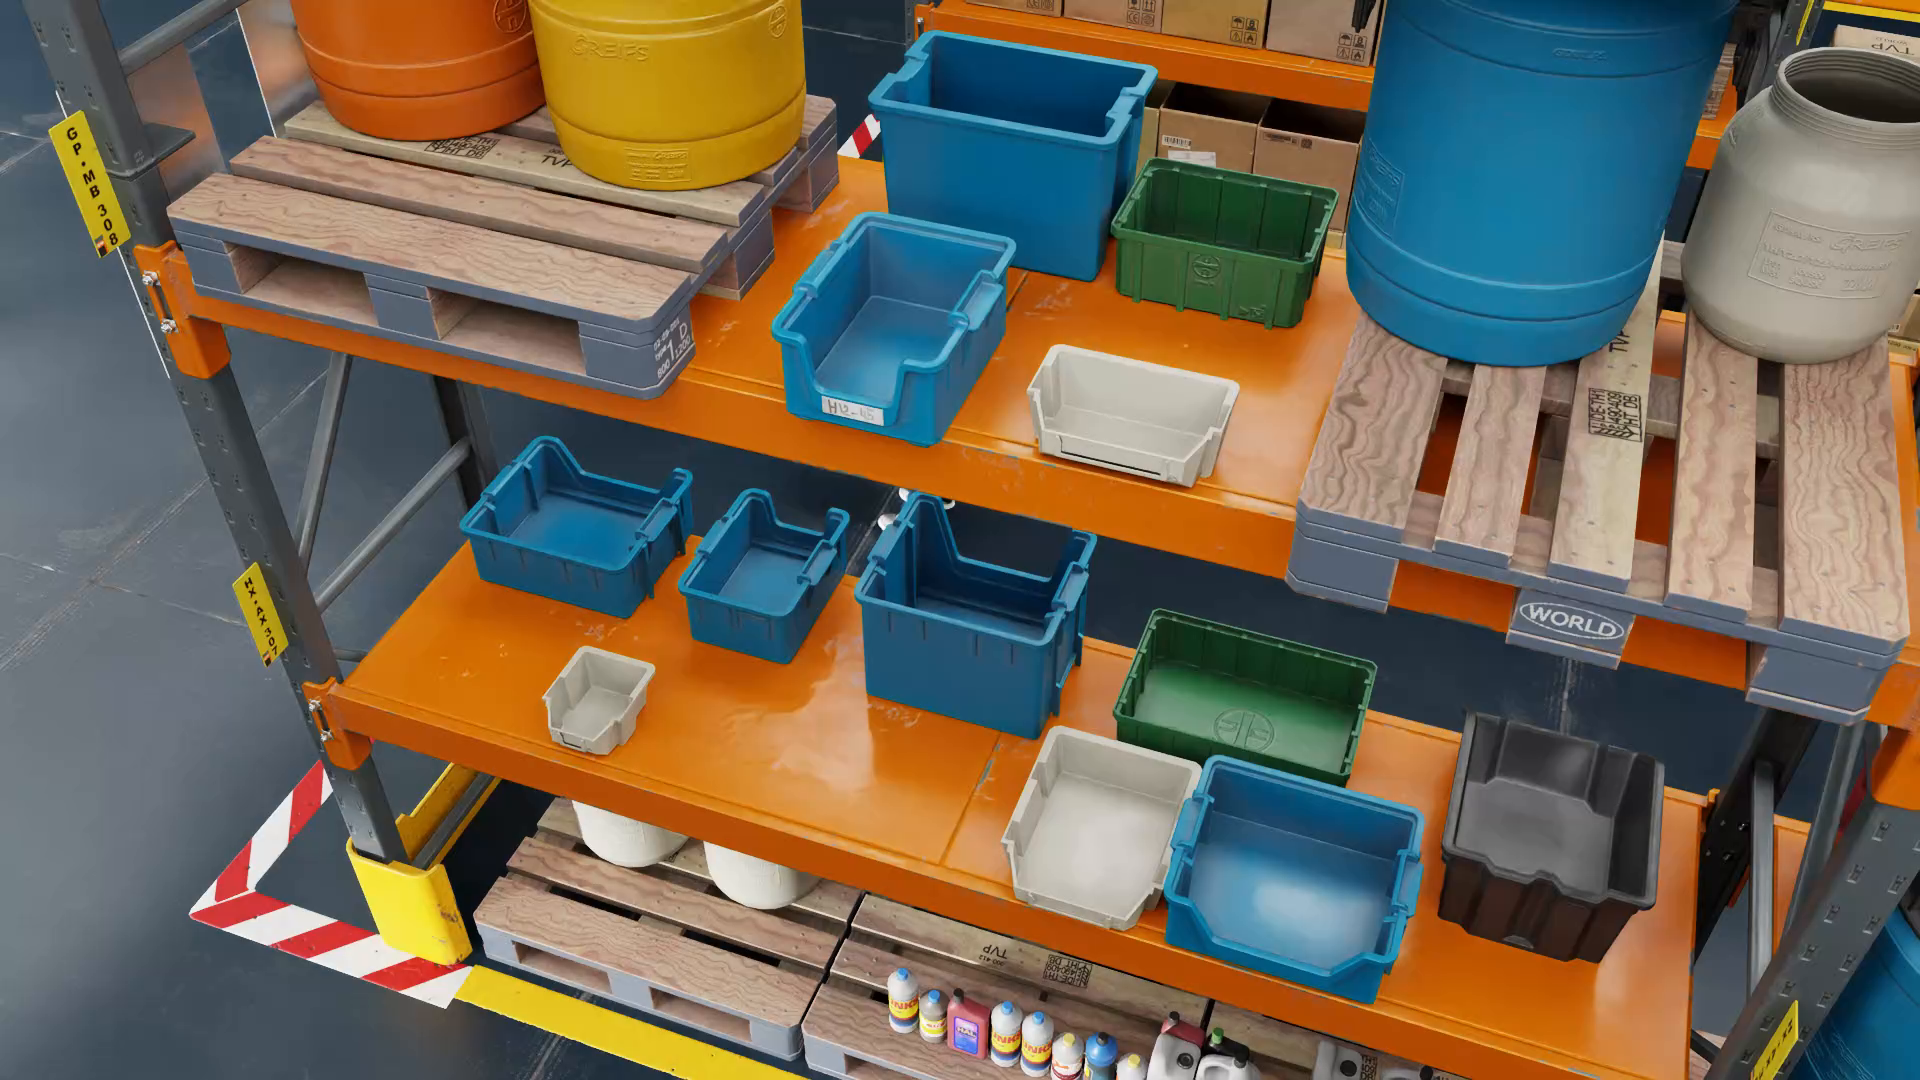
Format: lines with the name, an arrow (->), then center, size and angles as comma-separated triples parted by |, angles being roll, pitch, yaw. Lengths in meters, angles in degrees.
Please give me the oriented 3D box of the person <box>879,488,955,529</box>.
person -> -0.246, -0.711, 6.957 | 0.502, 1.600, 0.375 | 13, 44, 14
